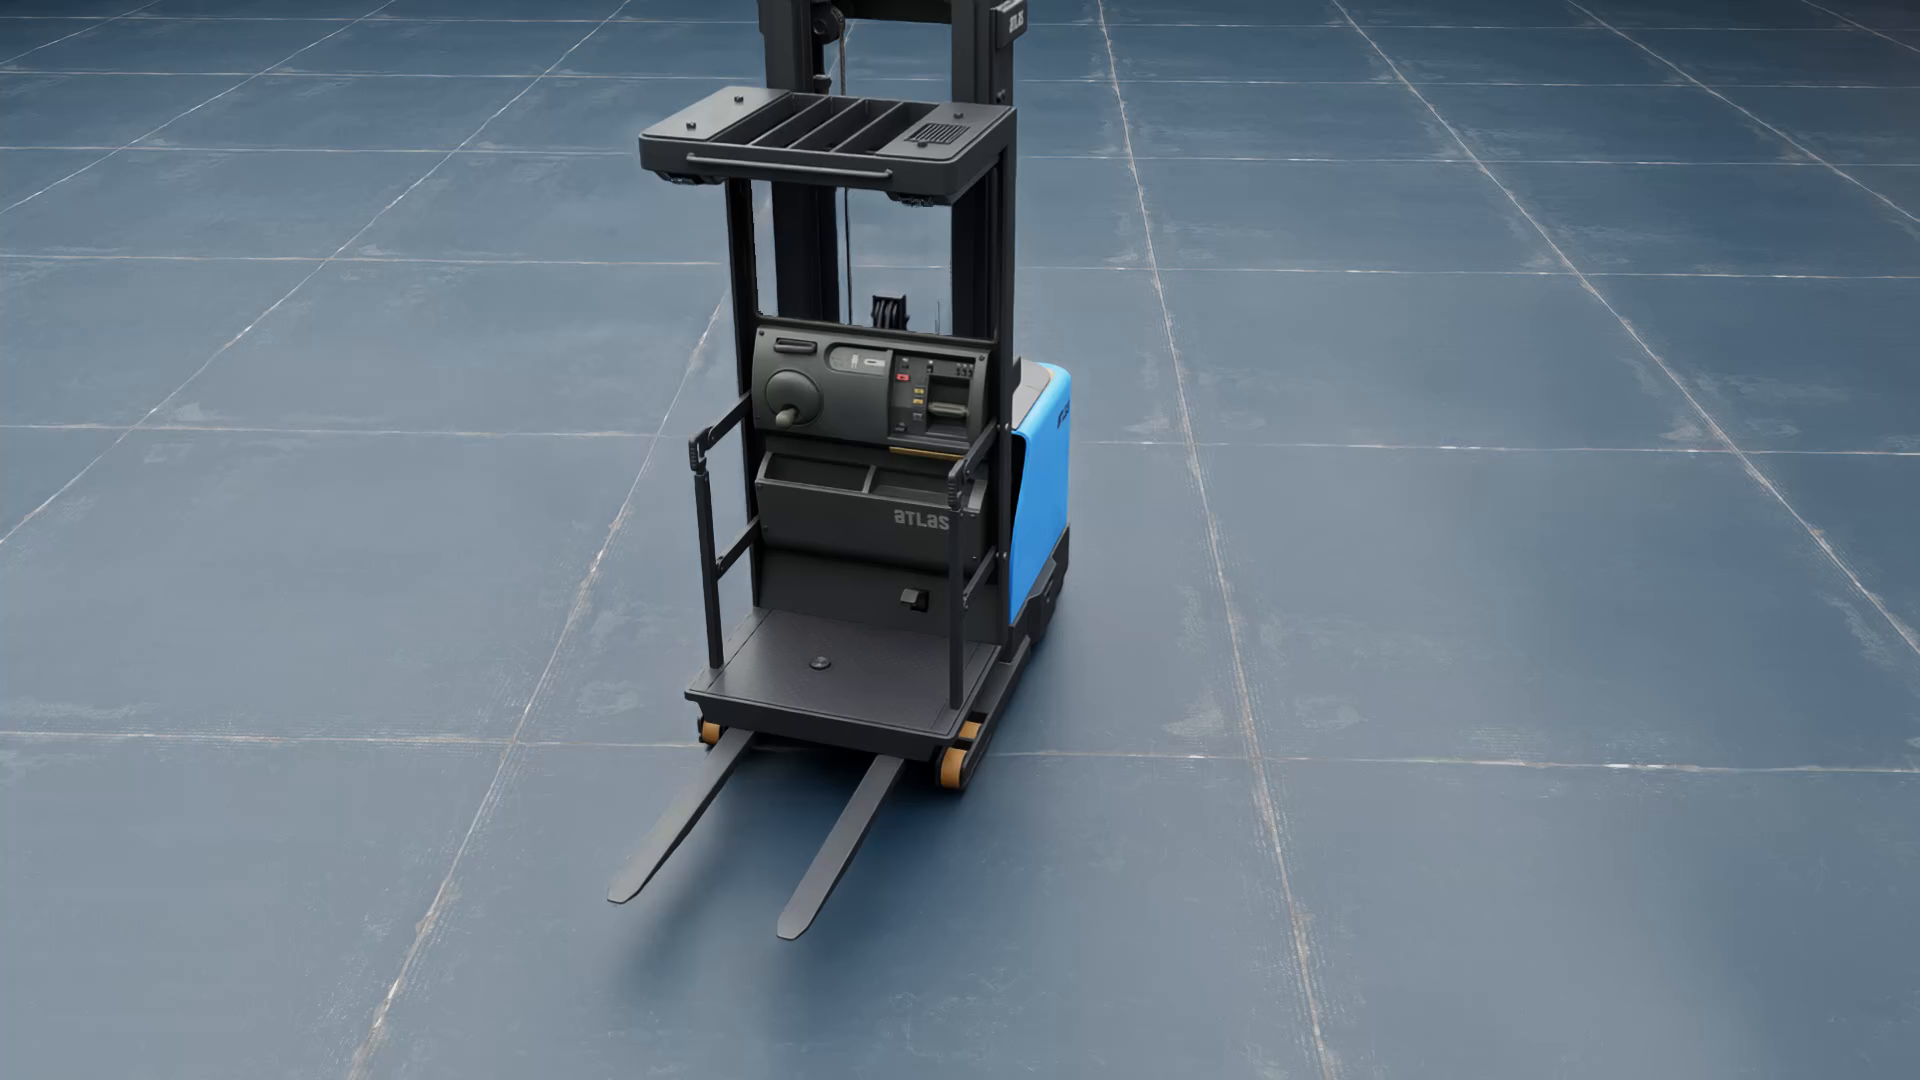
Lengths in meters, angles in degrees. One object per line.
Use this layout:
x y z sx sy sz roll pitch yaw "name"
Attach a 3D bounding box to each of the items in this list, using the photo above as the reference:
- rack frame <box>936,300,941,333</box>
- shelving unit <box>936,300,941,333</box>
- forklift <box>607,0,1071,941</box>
-0.101 -0.539 7.985 0.006 1.200 0.240 2 28 3 "rack frame"
-0.009 -0.536 7.980 0.189 1.200 0.258 2 28 3 "shelving unit"
-0.409 -0.535 6.130 1.130 2.935 3.031 8 29 15 "forklift"
